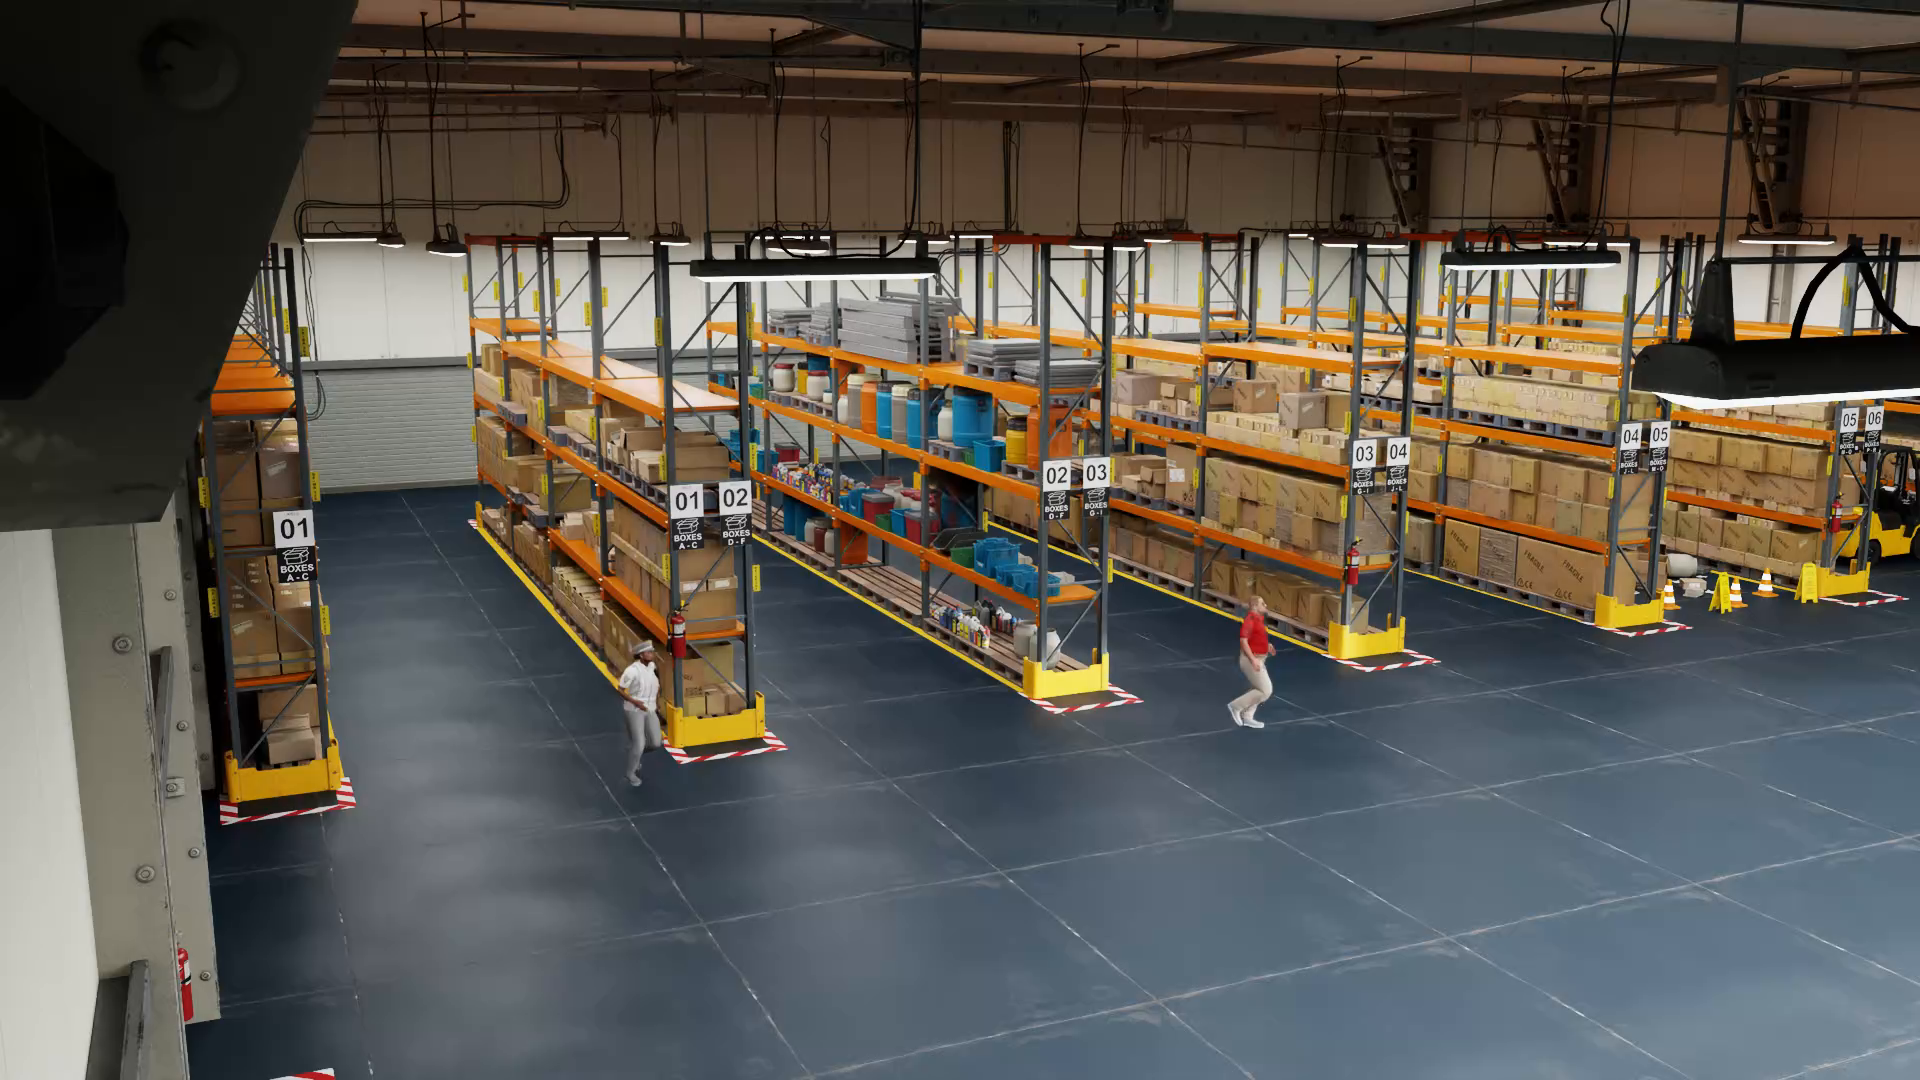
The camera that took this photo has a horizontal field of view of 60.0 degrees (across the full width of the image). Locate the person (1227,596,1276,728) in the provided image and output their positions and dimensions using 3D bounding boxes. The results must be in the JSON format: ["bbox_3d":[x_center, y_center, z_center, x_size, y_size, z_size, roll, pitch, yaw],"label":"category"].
[{"bbox_3d":[3.669,1.525,20.857,0.597,1.697,0.678,2,11,8],"label":"person"}]

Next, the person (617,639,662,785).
[{"bbox_3d":[-3.629,1.932,18.975,0.537,1.624,0.578,9,14,39],"label":"person"}]
